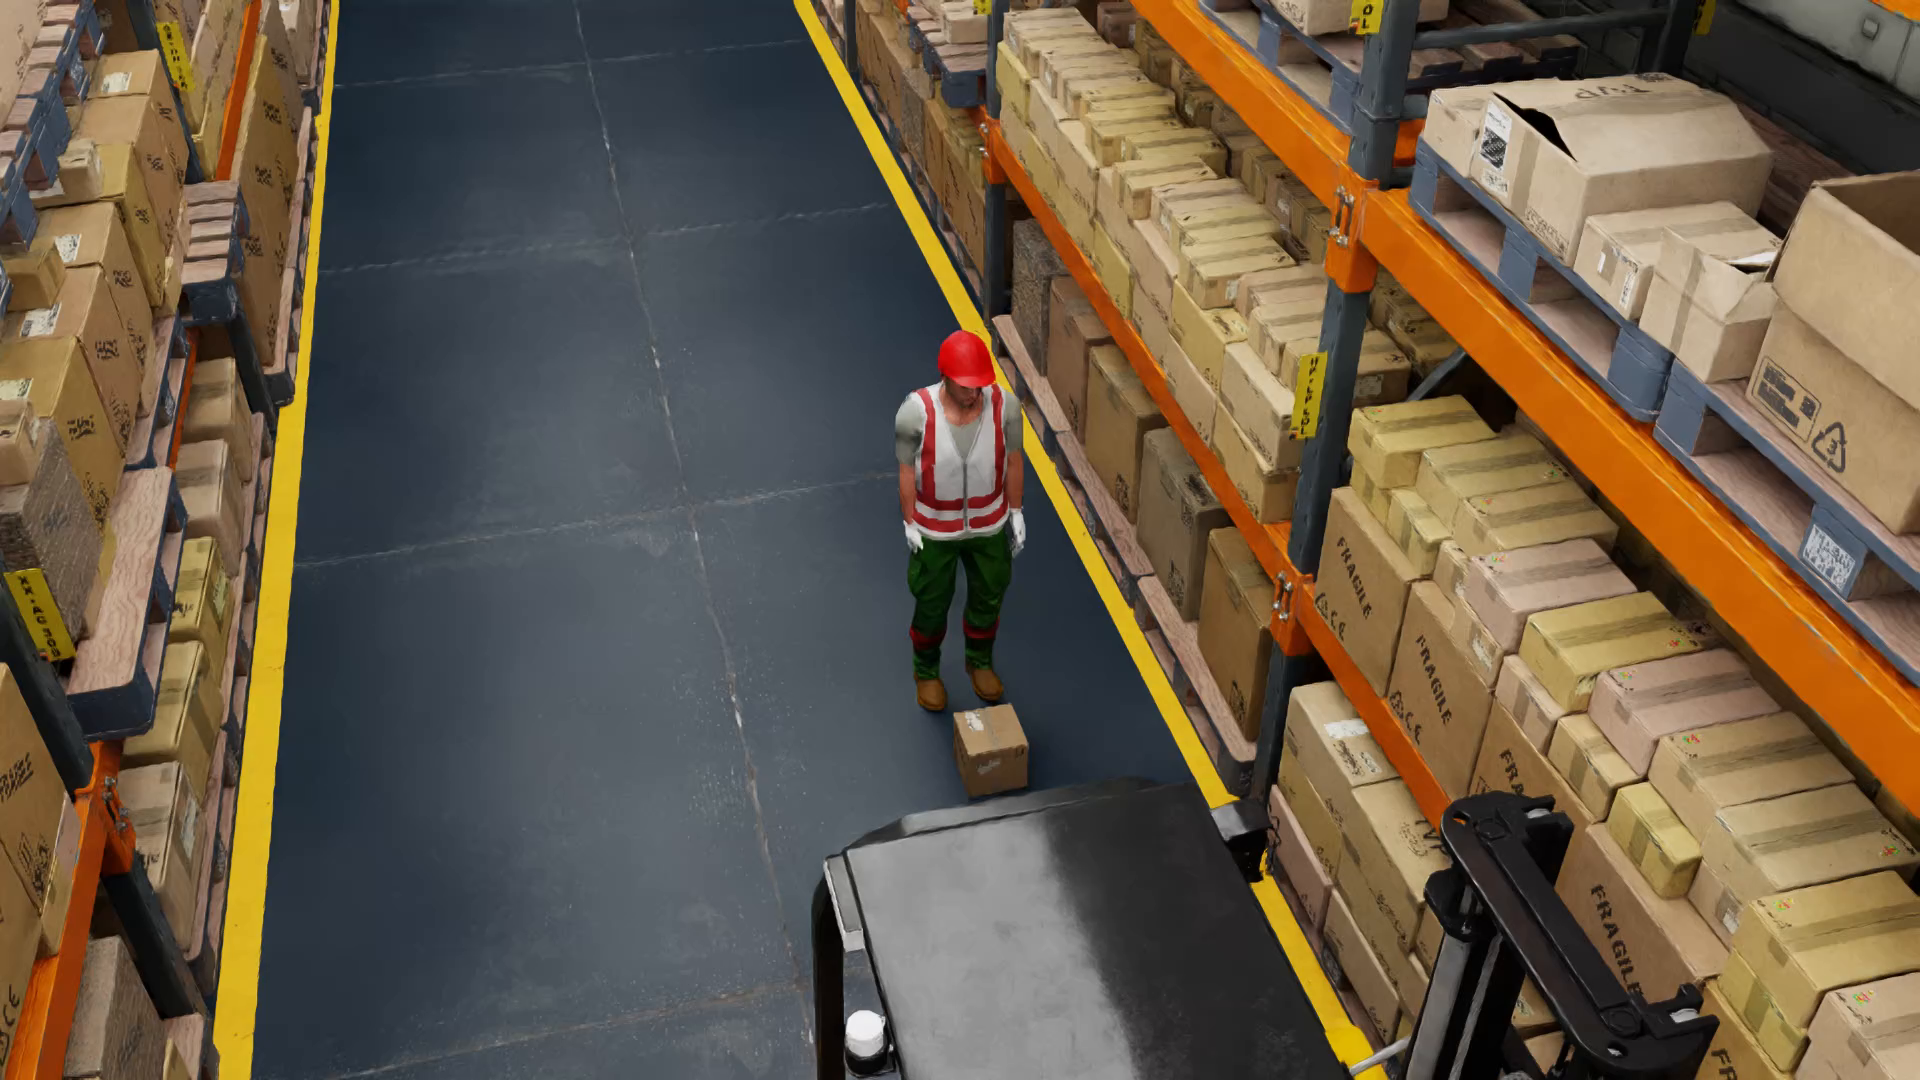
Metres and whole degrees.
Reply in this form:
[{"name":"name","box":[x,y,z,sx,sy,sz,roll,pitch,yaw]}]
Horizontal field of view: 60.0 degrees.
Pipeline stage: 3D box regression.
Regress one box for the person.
[{"name":"person","box":[0.009,-0.072,6.795,0.527,1.779,0.347,-9,39,-11]}]
